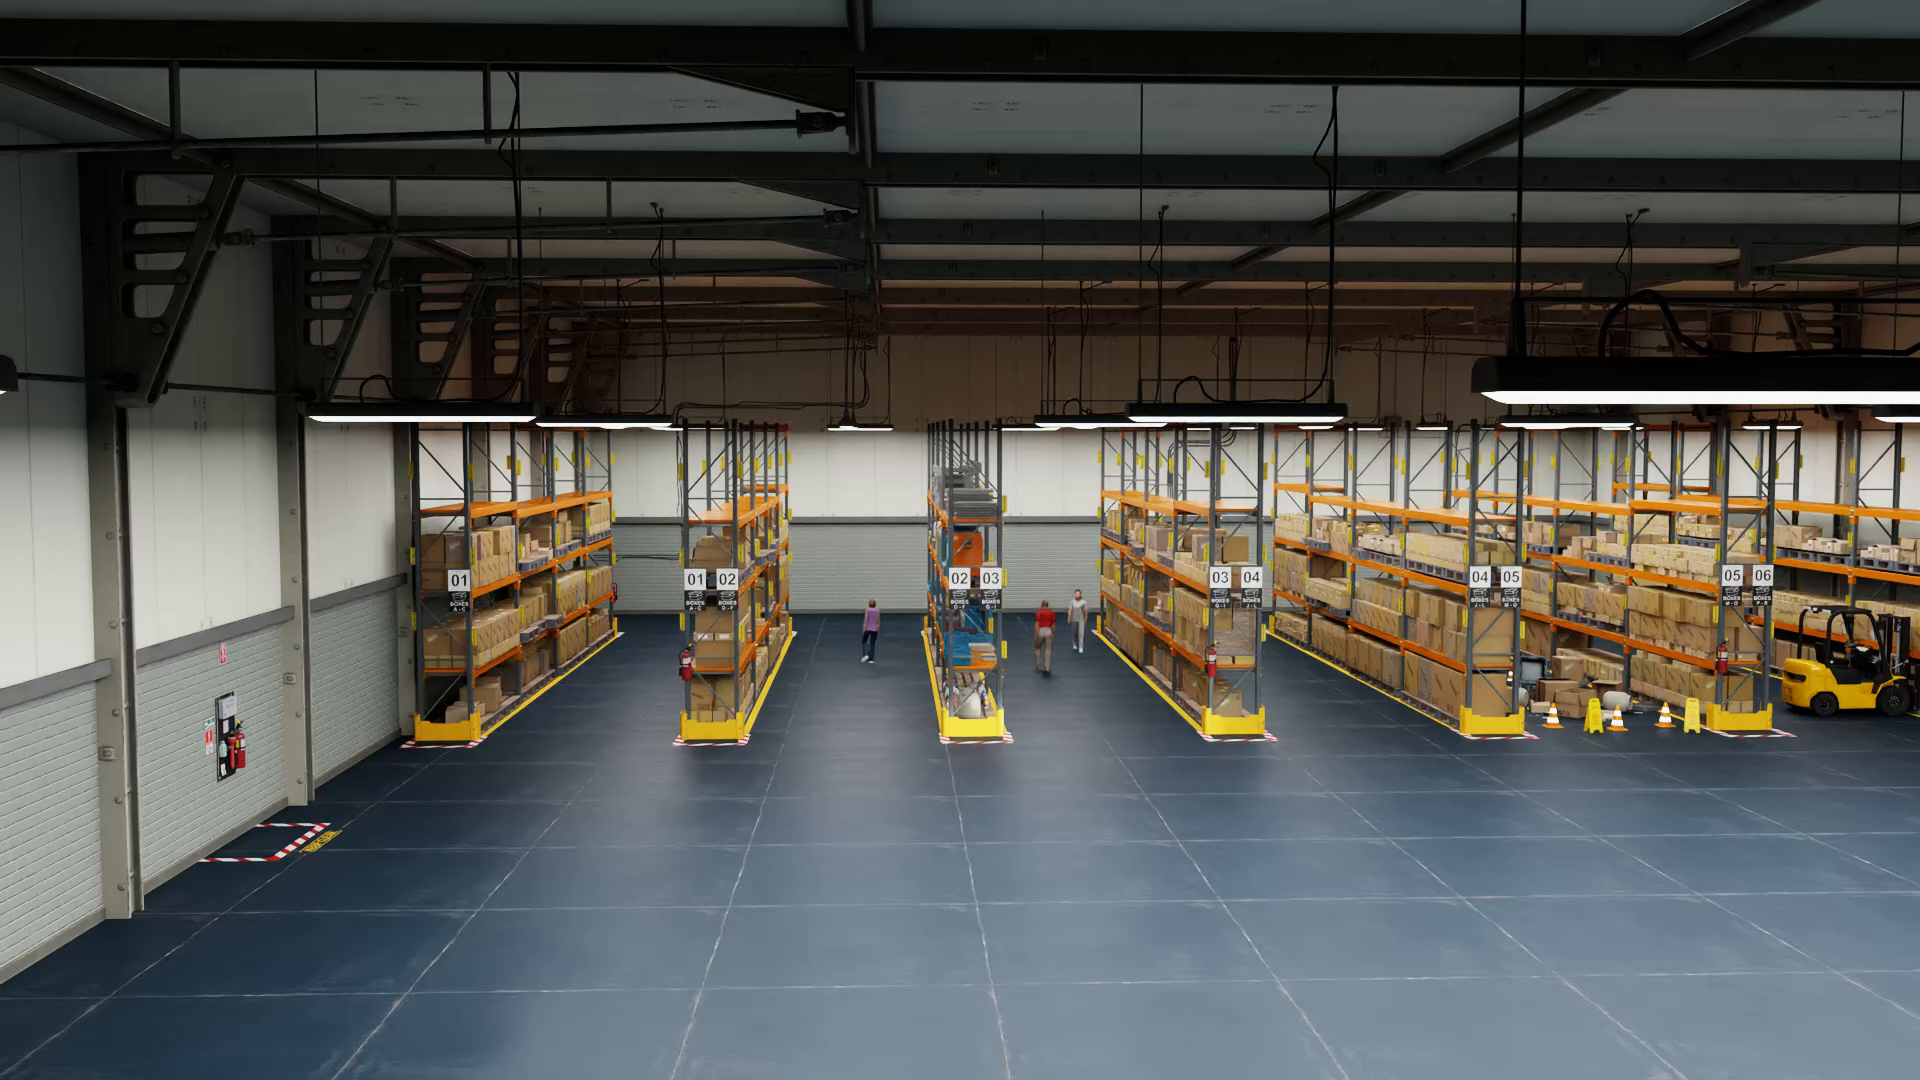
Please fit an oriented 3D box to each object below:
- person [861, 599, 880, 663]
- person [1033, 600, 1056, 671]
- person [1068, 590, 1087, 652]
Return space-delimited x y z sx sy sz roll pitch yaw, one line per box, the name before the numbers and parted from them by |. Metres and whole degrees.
person | -2.225 2.267 41.399 0.484 1.598 0.367 -1 4 -10
person | 2.043 2.333 40.039 0.550 1.785 0.599 -1 4 -9
person | 3.080 2.106 43.561 0.527 1.604 1.060 0 4 1
